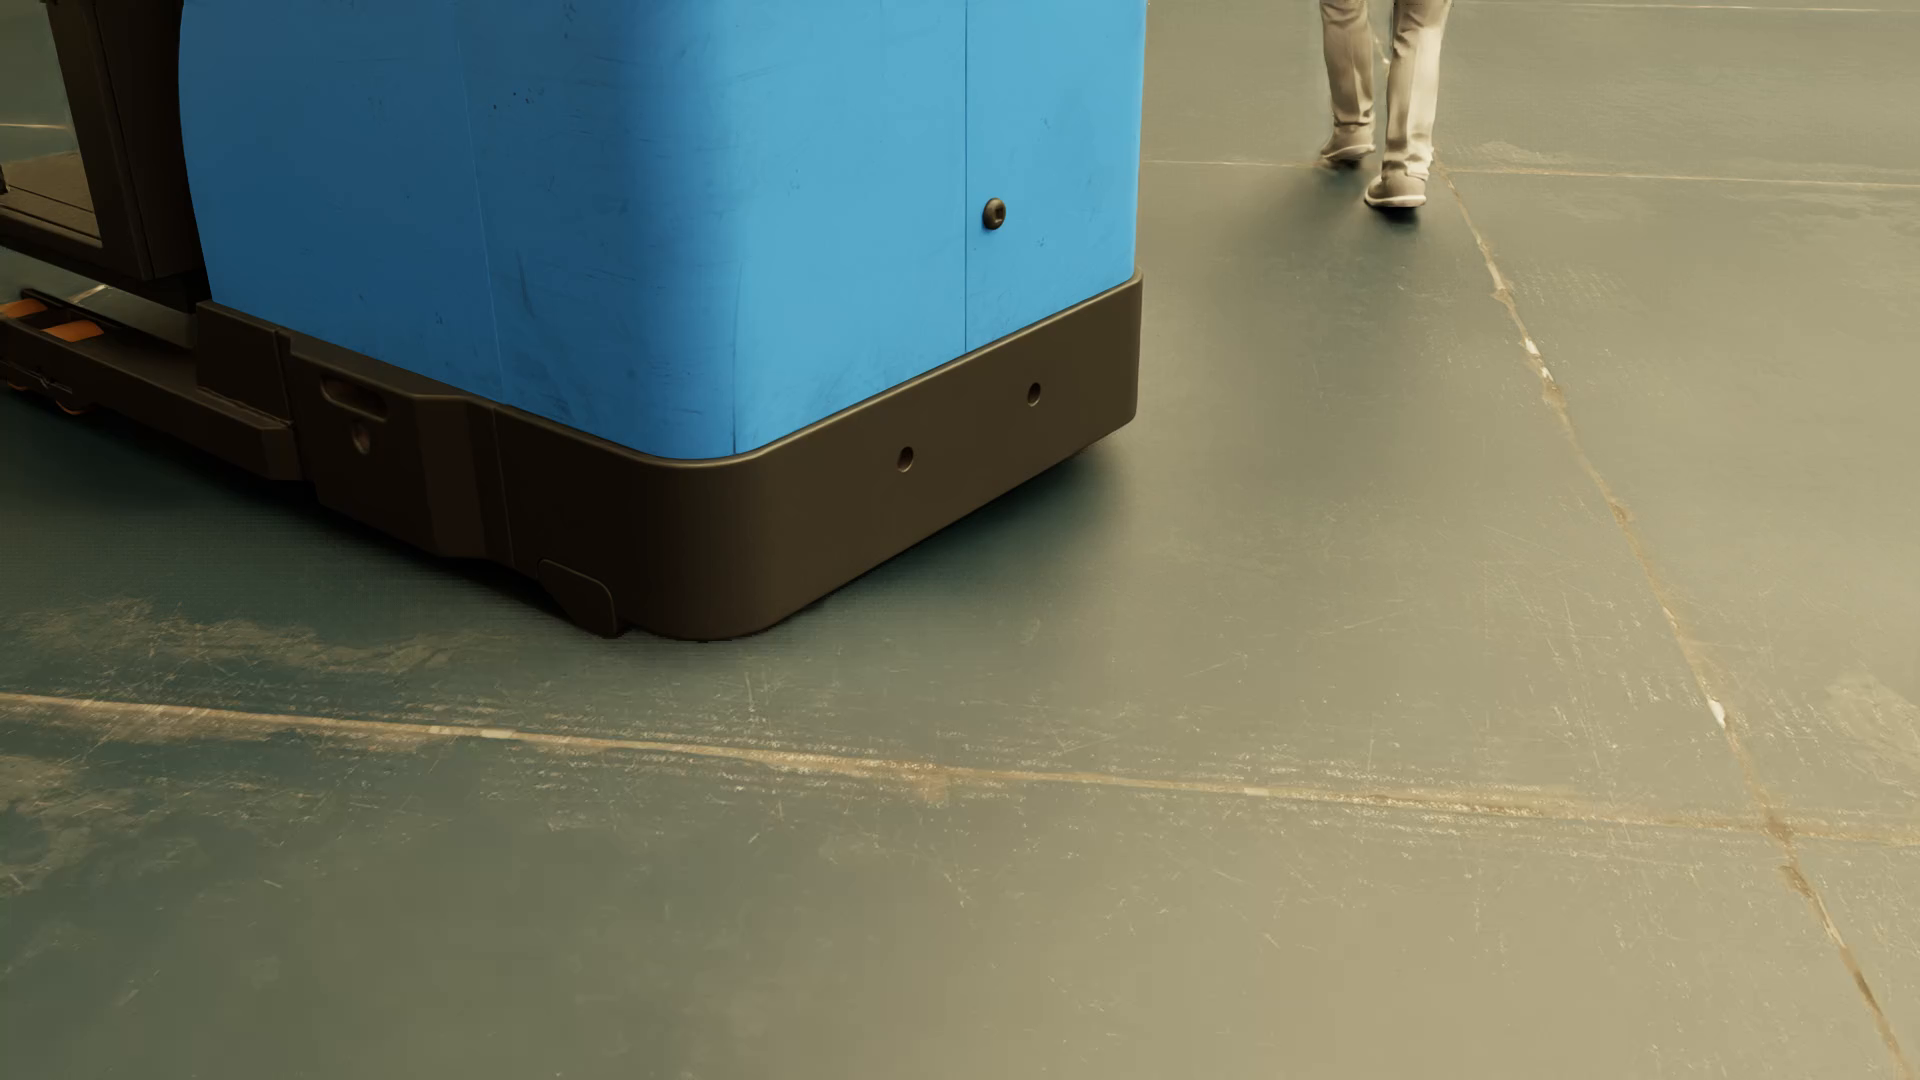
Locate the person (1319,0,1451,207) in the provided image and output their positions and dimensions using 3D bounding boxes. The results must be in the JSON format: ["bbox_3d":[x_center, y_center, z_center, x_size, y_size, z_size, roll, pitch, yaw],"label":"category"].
[{"bbox_3d":[1.059,-1.616,3.996,0.513,1.620,0.889,-1,27,-2],"label":"person"}]

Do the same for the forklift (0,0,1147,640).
[{"bbox_3d":[-1.184,-1.699,2.622,3.031,2.935,1.130,19,32,33],"label":"forklift"}]
